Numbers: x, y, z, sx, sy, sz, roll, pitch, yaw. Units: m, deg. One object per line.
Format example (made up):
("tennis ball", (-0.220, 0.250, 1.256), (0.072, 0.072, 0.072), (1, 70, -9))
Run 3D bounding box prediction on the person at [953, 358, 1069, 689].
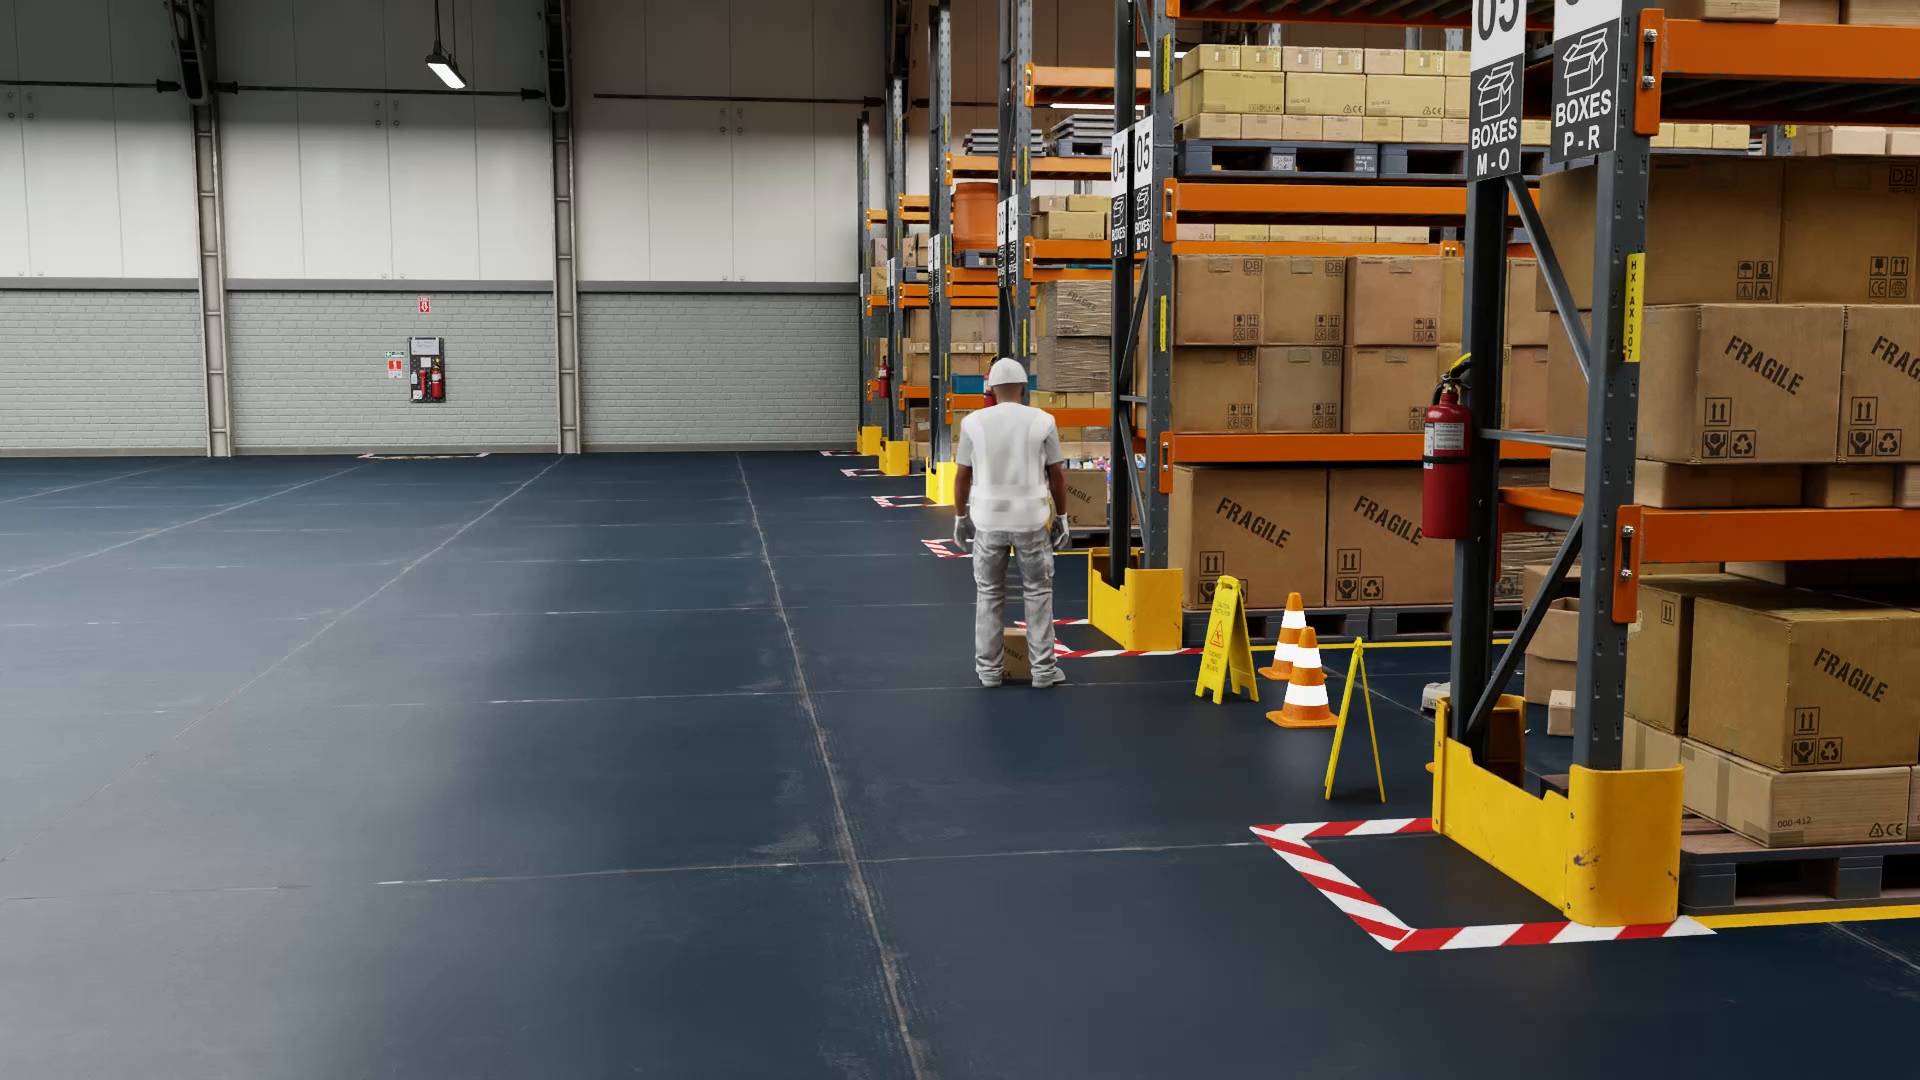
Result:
("person", (0.277, -0.094, 9.001), (0.623, 1.773, 0.451), (1, 6, 6))
